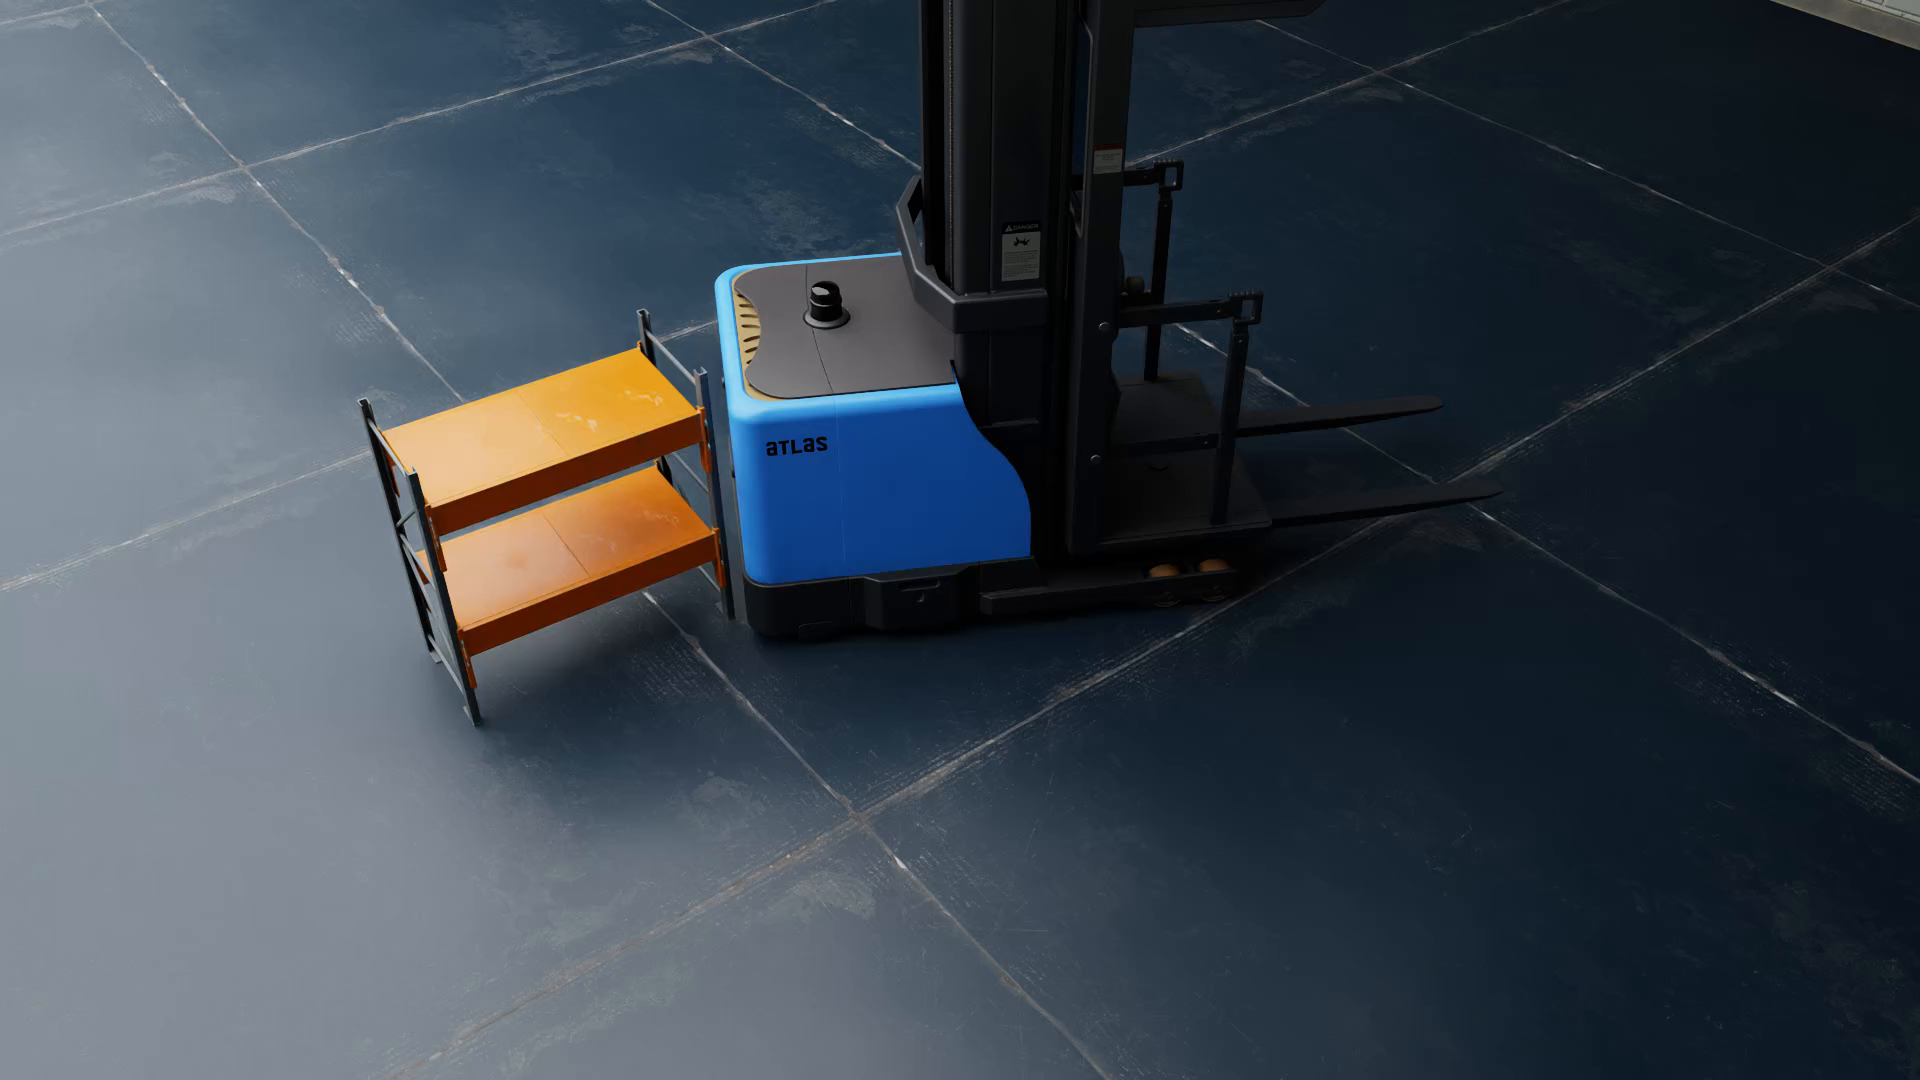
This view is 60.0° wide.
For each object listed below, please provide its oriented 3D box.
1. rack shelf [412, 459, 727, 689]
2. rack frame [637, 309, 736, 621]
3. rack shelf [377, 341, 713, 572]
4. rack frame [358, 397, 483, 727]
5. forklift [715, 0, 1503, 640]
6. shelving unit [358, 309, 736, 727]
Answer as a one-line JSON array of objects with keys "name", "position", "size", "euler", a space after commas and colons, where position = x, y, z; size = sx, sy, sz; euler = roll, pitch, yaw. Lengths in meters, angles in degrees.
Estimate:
[{"name": "rack shelf", "position": [-1.436, 0.105, 6.121], "size": [1.000, 0.278, 0.538], "euler": [-23, 45, -25]}, {"name": "rack frame", "position": [-1.013, -0.263, 6.183], "size": [0.032, 1.125, 0.500], "euler": [-23, 45, -25]}, {"name": "rack shelf", "position": [-1.436, -0.310, 5.780], "size": [1.000, 0.278, 0.538], "euler": [-23, 45, -25]}, {"name": "rack frame", "position": [-1.859, 0.095, 5.748], "size": [0.032, 1.125, 0.500], "euler": [-23, 45, -25]}, {"name": "forklift", "position": [0.621, -1.201, 5.903], "size": [3.031, 2.935, 1.130], "euler": [-6, 40, -8]}, {"name": "shelving unit", "position": [-1.436, -0.084, 5.965], "size": [1.048, 1.125, 0.538], "euler": [-23, 45, -25]}]
